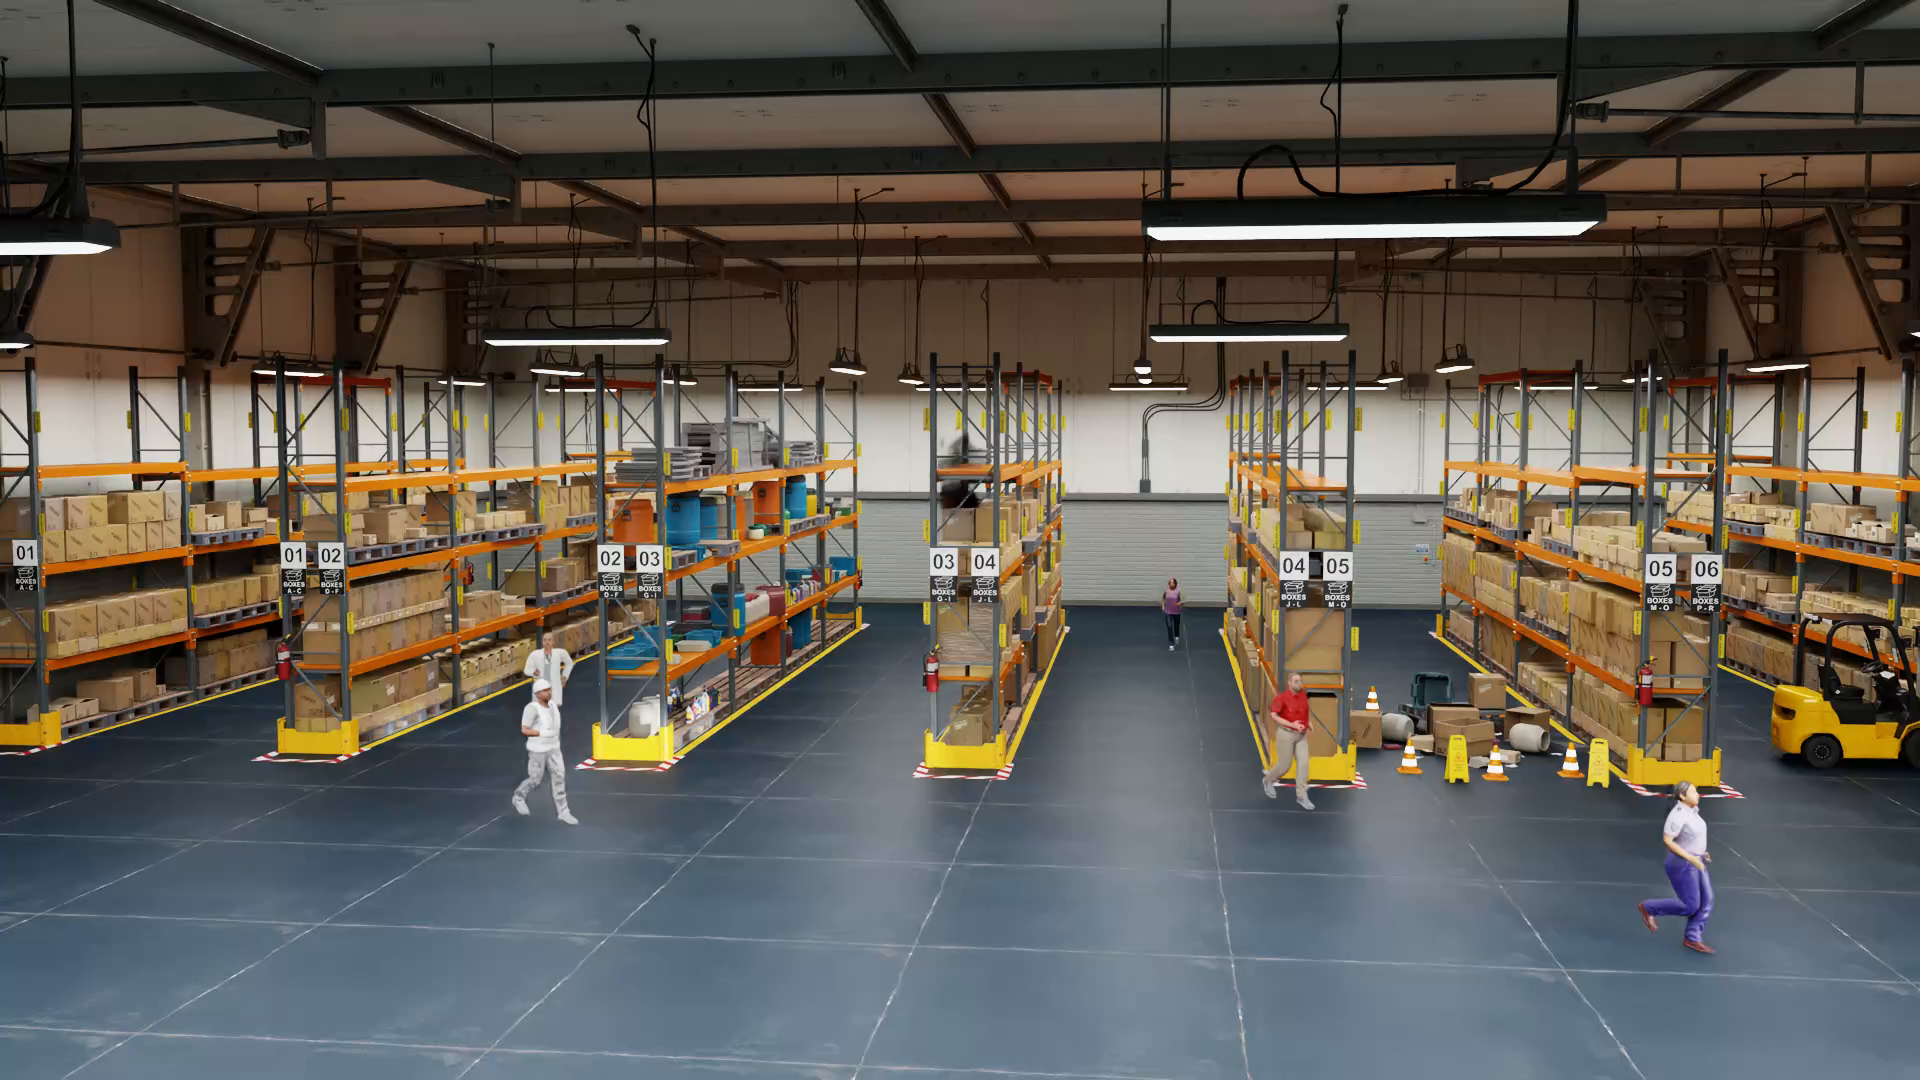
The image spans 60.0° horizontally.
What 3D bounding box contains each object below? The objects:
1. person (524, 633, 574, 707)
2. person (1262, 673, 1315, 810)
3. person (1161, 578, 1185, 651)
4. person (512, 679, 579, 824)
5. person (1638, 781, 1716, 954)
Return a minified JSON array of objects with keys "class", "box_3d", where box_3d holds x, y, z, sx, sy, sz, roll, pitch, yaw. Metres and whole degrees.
[{"class":"person","box_3d":[-6.261,2.289,25.277,0.720,1.756,1.030,-1,4,-7]},{"class":"person","box_3d":[4.343,2.602,21.806,0.685,1.747,0.870,-2,5,-27]},{"class":"person","box_3d":[4.677,1.617,36.556,0.538,1.576,0.804,1,4,13]},{"class":"person","box_3d":[-5.202,2.620,20.710,0.993,1.788,0.682,2,5,31]},{"class":"person","box_3d":[6.865,3.092,15.852,0.685,1.623,0.608,3,5,40]}]
